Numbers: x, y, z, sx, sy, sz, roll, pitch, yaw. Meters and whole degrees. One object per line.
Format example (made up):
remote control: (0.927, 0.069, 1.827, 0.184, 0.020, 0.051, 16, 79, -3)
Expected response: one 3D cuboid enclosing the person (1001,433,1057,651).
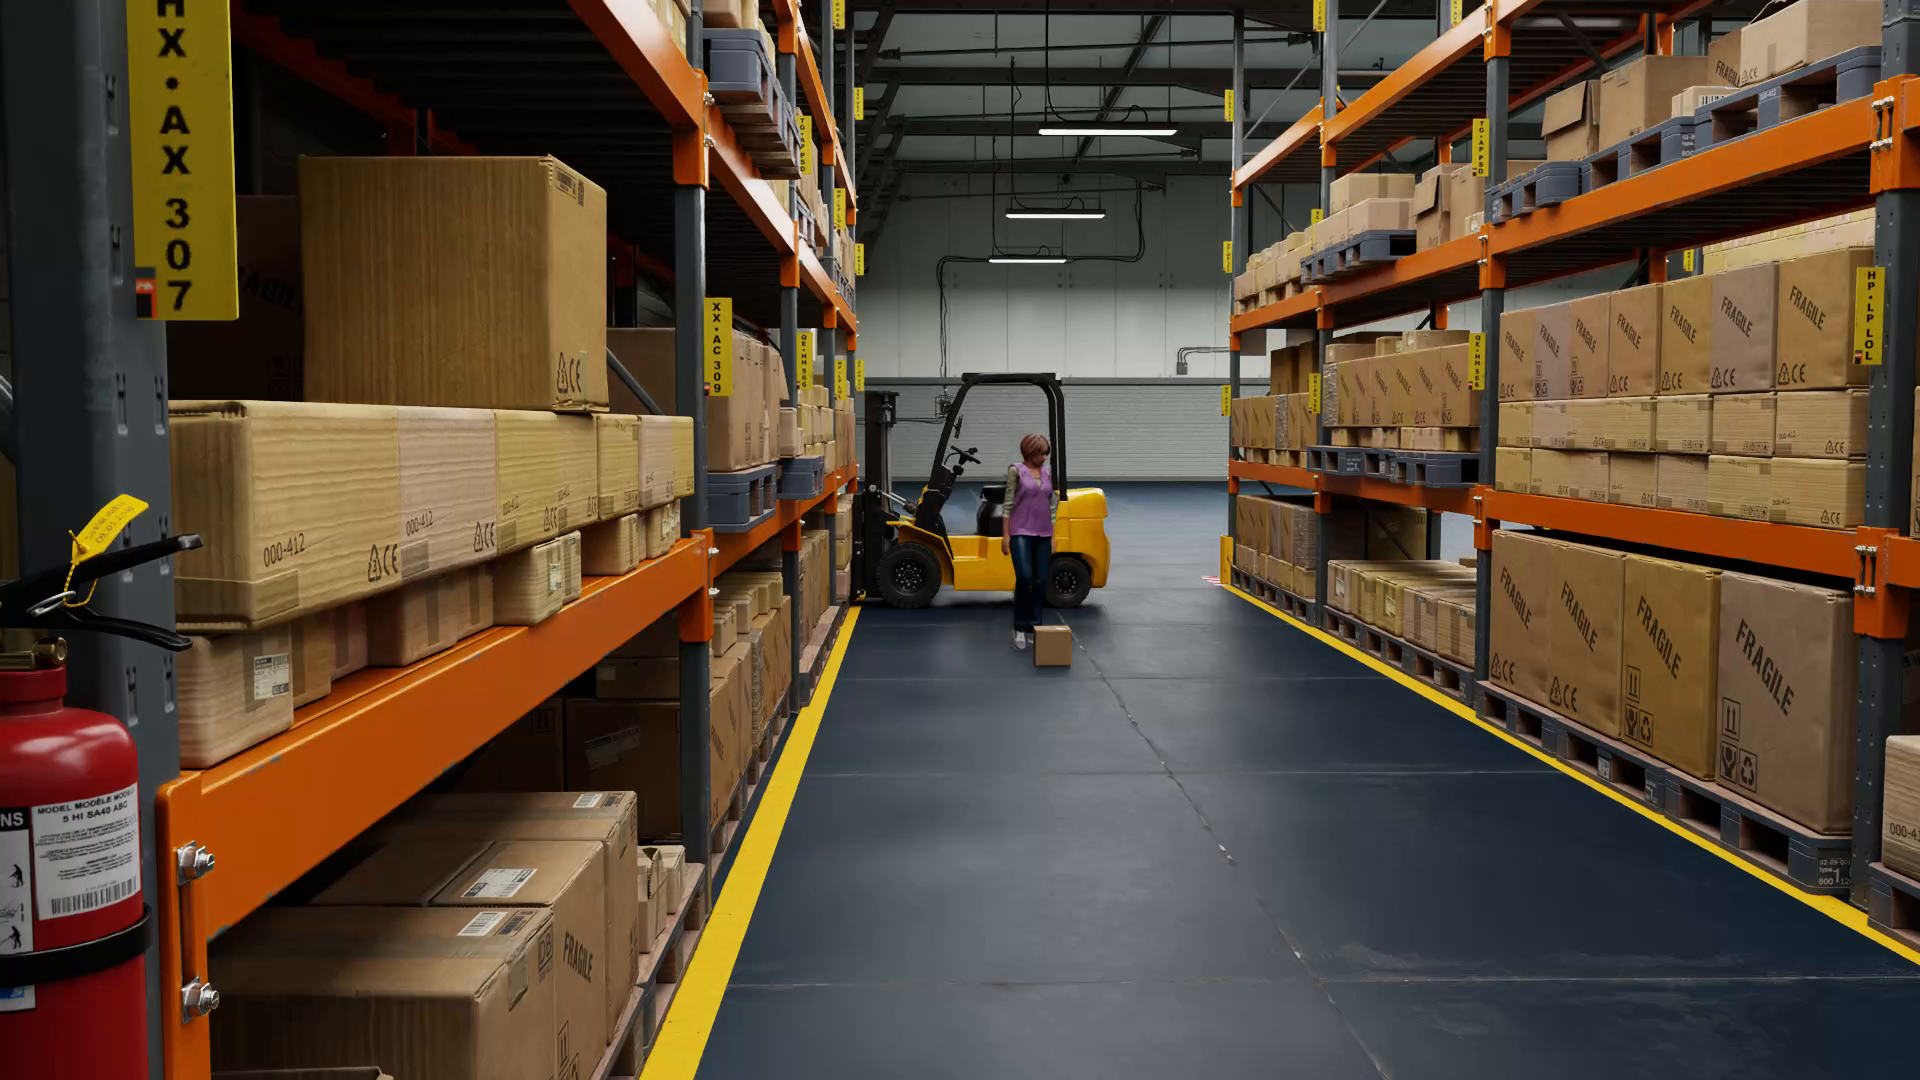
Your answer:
person: (0.553, 0.028, 12.465, 0.440, 1.629, 0.364, -2, 4, -28)
